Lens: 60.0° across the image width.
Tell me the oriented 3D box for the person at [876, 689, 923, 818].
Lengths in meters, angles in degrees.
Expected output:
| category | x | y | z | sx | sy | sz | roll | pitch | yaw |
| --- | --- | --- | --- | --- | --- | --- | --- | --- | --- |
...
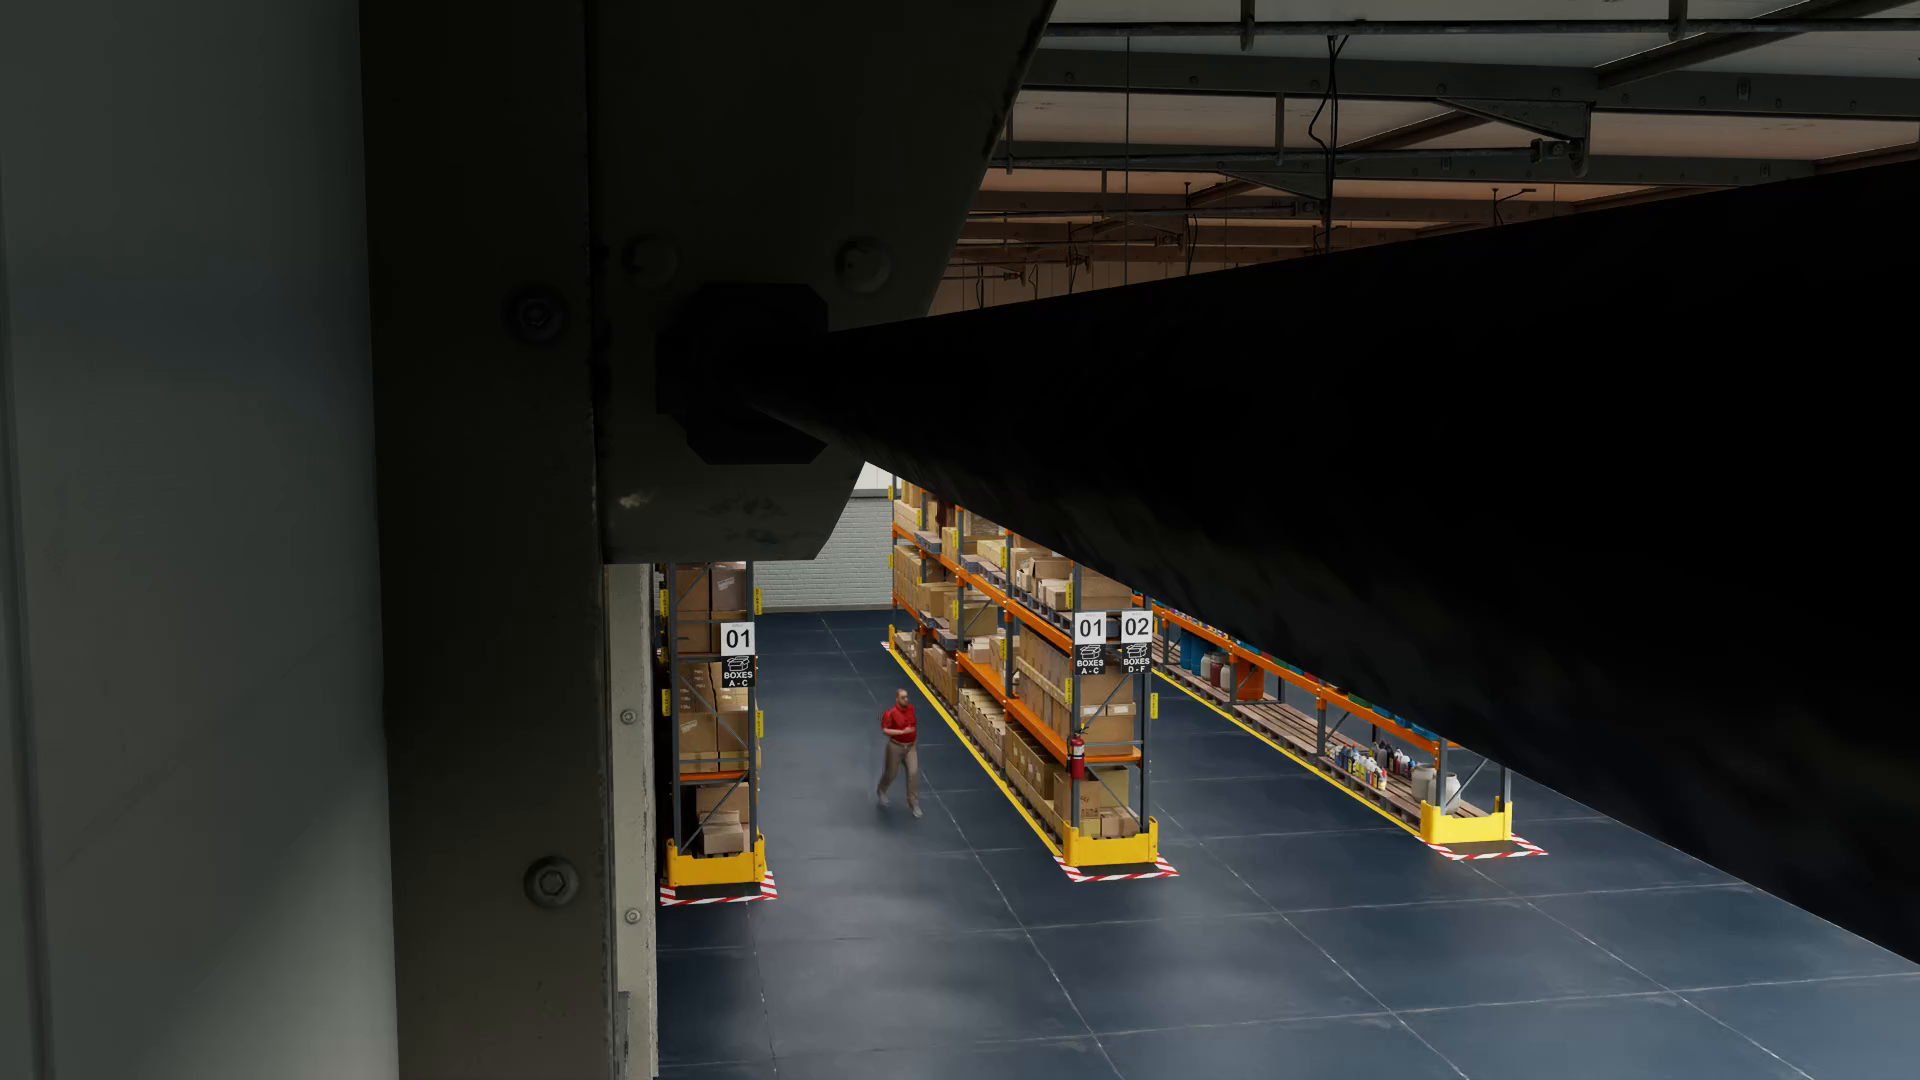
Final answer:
| category | x | y | z | sx | sy | sz | roll | pitch | yaw |
| --- | --- | --- | --- | --- | --- | --- | --- | --- | --- |
| person | -0.846 | 2.938 | 23.275 | 0.650 | 1.747 | 0.959 | -4 | 7 | -34 |
